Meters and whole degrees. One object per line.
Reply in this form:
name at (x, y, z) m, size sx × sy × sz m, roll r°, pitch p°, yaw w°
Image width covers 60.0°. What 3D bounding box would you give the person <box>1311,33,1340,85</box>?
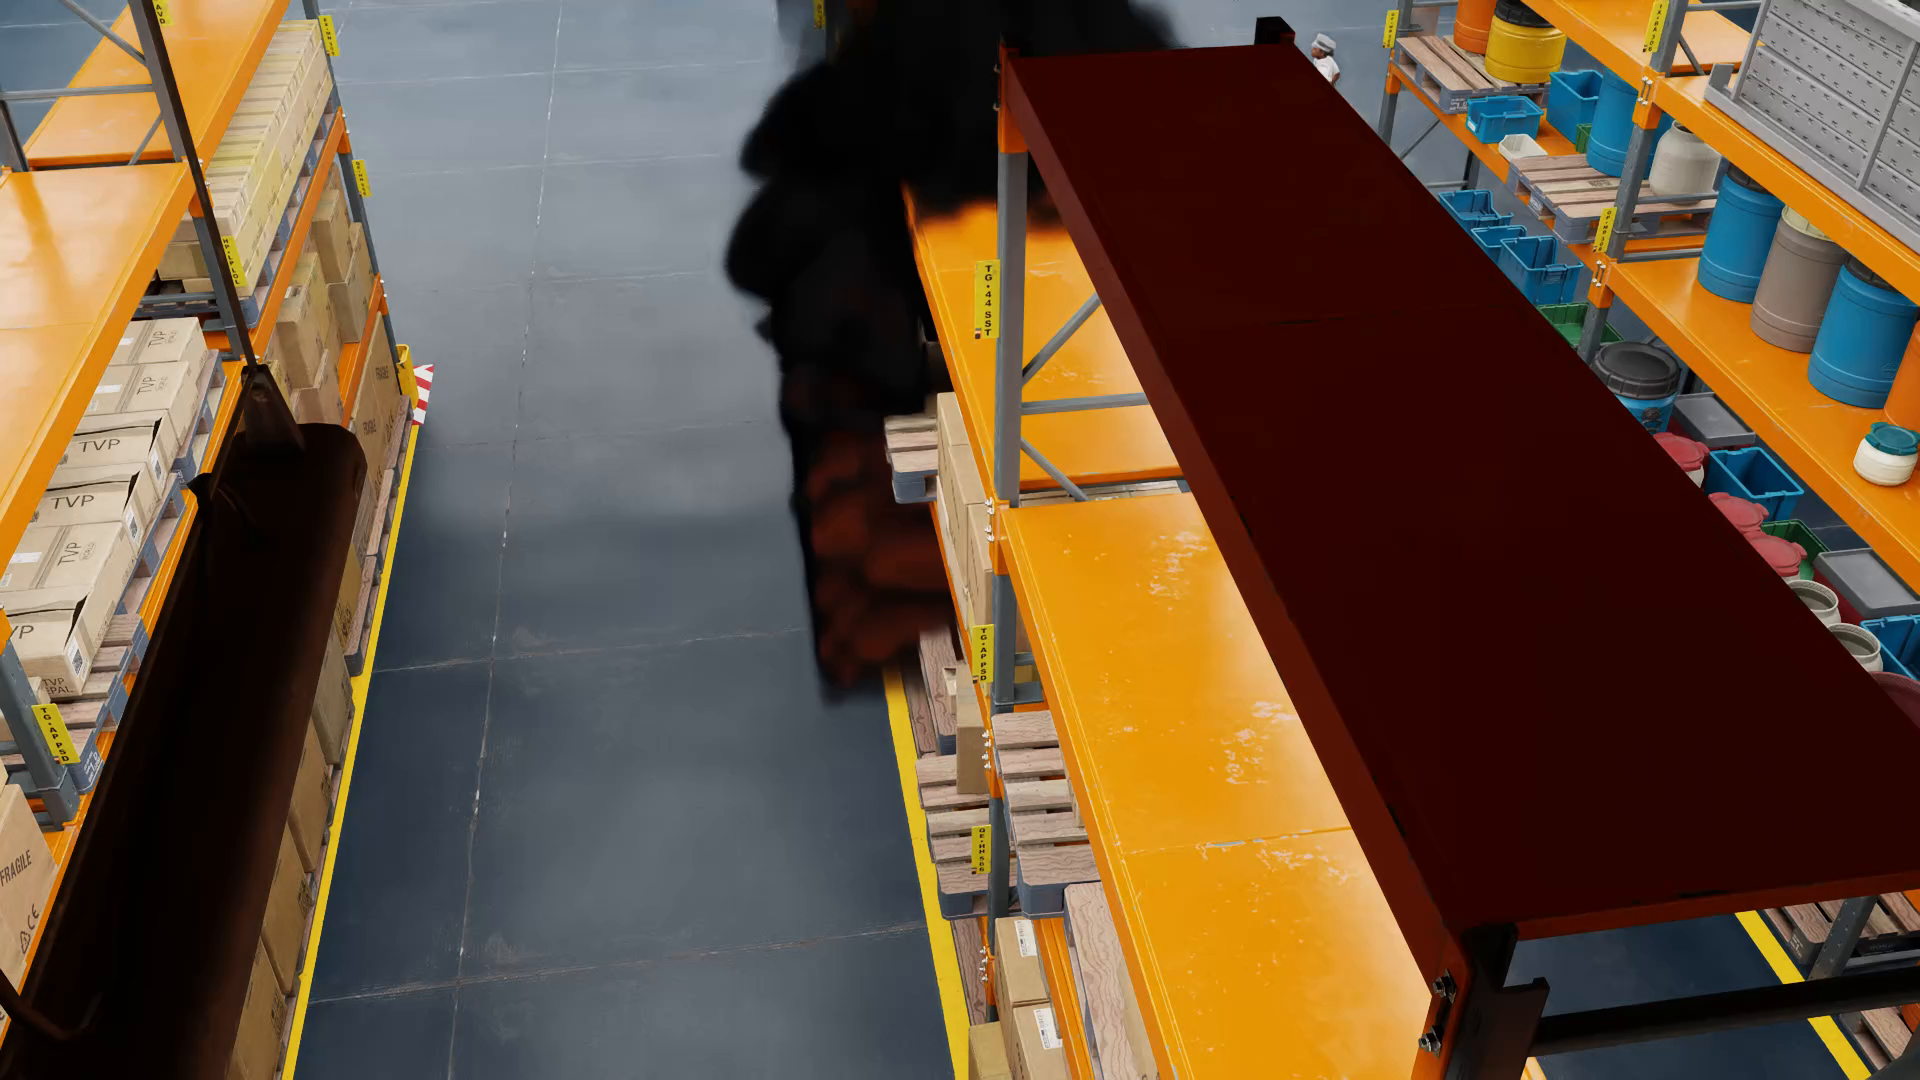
person at (3.960, -4.791, 18.510) m, size 0.848 × 1.696 × 0.580 m, roll 6°, pitch 37°, yaw 8°
